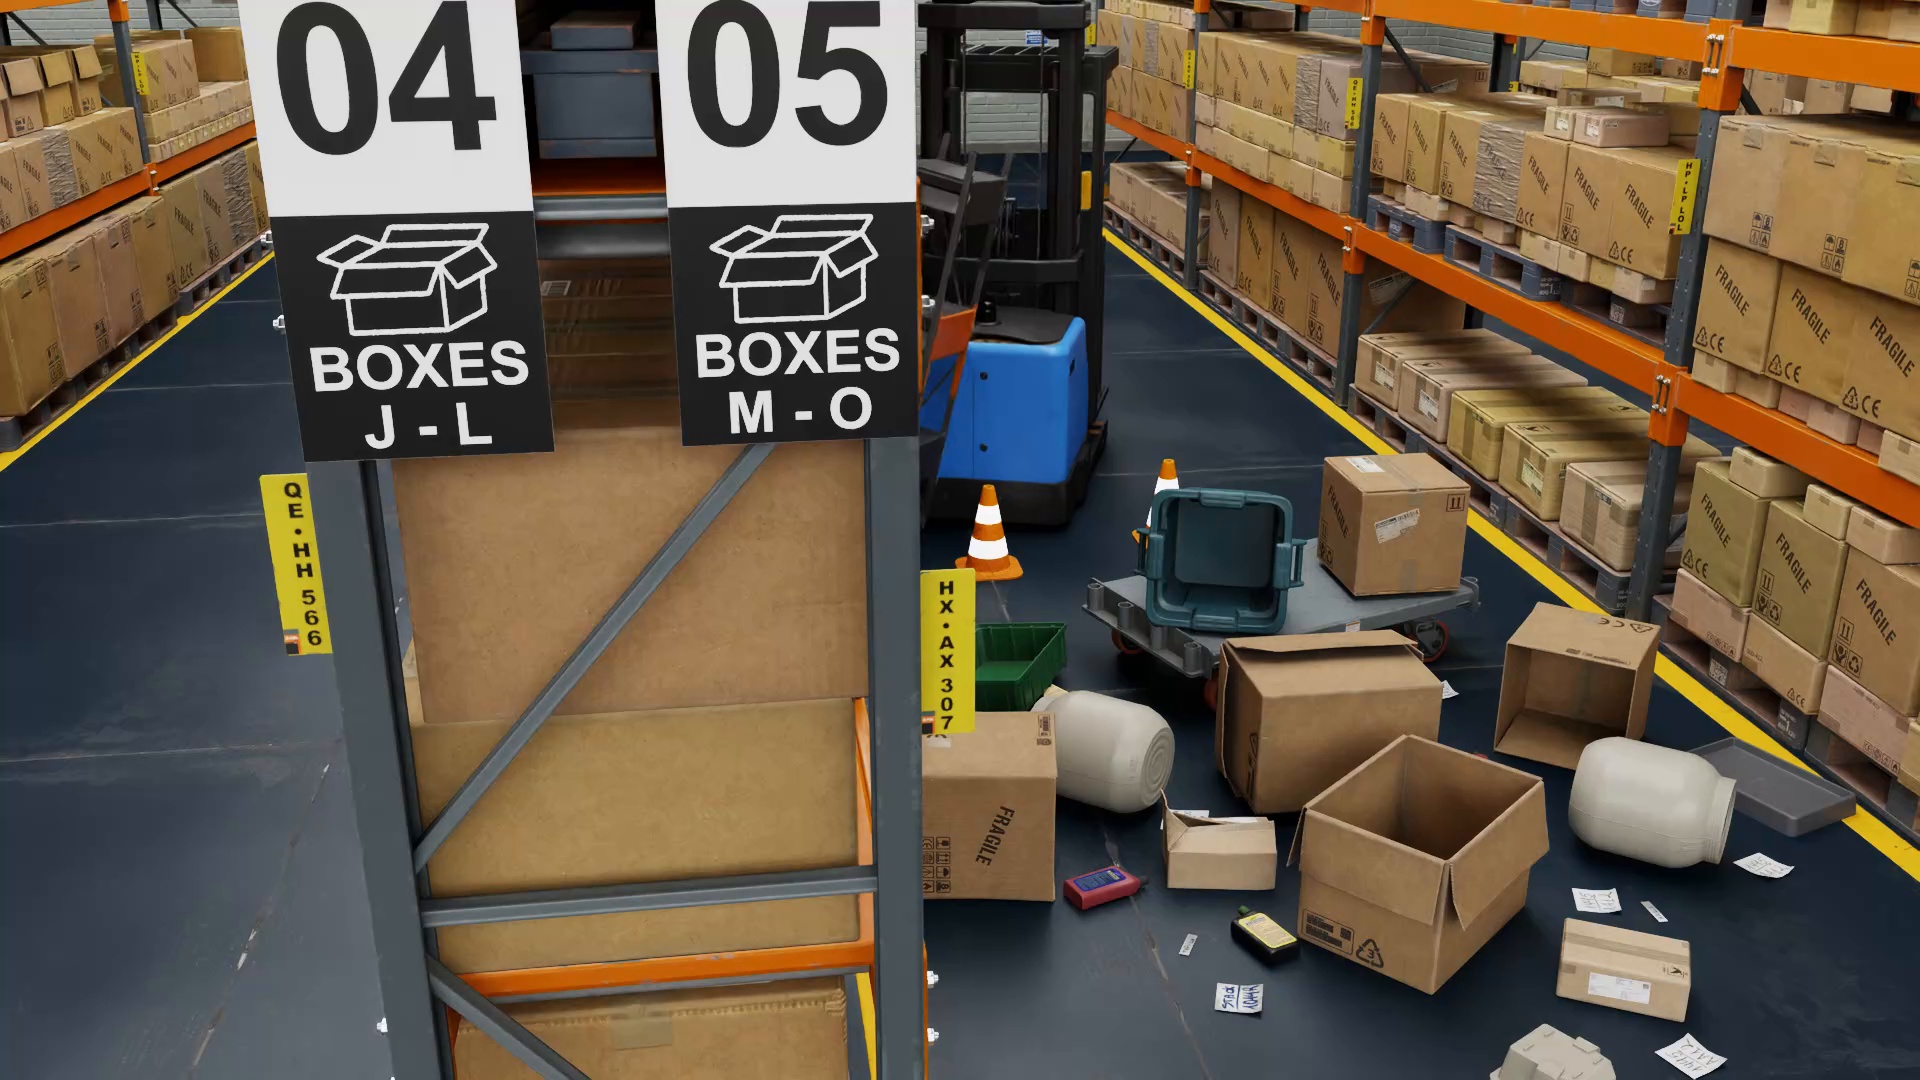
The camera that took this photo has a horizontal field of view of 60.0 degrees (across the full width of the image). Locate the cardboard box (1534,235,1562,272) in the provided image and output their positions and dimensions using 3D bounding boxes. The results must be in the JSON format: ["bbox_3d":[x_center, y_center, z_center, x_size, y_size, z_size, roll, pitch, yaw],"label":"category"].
[{"bbox_3d":[3.254,-1.506,8.721,0.380,0.149,0.250,-3,21,-7],"label":"cardboard box"}]

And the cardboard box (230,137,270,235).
[{"bbox_3d":[-7.630,-3.634,17.095,0.875,0.875,0.875,-3,21,-8],"label":"cardboard box"}]

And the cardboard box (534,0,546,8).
[{"bbox_3d":[-1.029,-1.131,3.286,0.380,0.149,0.250,-3,21,-7],"label":"cardboard box"}]

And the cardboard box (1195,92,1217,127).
[{"bbox_3d":[2.366,-3.763,14.503,0.500,0.250,0.500,-4,21,-9],"label":"cardboard box"}]

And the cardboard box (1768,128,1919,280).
[{"bbox_3d":[3.636,-1.309,6.436,0.700,0.500,0.500,-3,21,-7],"label":"cardboard box"}]

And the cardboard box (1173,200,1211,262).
[{"bbox_3d":[2.597,-2.984,15.981,0.875,0.438,0.875,-3,21,-9],"label":"cardboard box"}]

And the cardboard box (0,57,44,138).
[{"bbox_3d":[-6.932,-3.109,11.676,0.797,0.503,0.637,-2,21,-6],"label":"cardboard box"}]

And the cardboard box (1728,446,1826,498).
[{"bbox_3d":[3.511,-0.295,7.049,0.380,0.149,0.250,-3,21,-7],"label":"cardboard box"}]

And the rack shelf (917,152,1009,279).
[{"bbox_3d":[-0.082,-1.662,8.474,0.431,0.518,0.480,21,21,18],"label":"rack shelf"}]

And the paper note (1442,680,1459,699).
[{"bbox_3d":[2.123,0.665,7.392,0.148,0.019,0.142,-3,21,-8],"label":"paper note"}]

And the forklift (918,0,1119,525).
[{"bbox_3d":[0.357,-1.936,10.209,1.130,2.935,3.031,4,21,10],"label":"forklift"}]

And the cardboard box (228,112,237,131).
[{"bbox_3d":[-7.276,-4.072,16.191,0.380,0.149,0.250,-3,21,-9],"label":"cardboard box"}]

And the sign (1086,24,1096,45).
[{"bbox_3d":[1.455,-5.567,18.483,0.100,0.325,0.005,-3,21,-8],"label":"sign"}]

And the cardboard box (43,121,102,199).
[{"bbox_3d":[-6.741,-2.812,12.314,0.500,0.500,0.500,-3,21,-8],"label":"cardboard box"}]

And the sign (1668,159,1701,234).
[{"bbox_3d":[3.186,-1.508,7.313,0.100,0.325,0.005,-3,21,-8],"label":"sign"}]

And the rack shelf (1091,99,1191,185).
[{"bbox_3d":[2.293,-4.121,16.990,1.077,0.370,4.000,-3,21,-8],"label":"rack shelf"}]

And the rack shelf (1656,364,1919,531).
[{"bbox_3d":[4.023,0.034,5.866,1.077,0.370,4.000,-3,21,-8],"label":"rack shelf"}]

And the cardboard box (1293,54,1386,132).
[{"bbox_3d":[2.743,-3.238,12.028,0.500,0.500,0.500,-3,21,-7],"label":"cardboard box"}]

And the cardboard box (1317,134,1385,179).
[{"bbox_3d":[2.837,-2.699,11.655,0.500,0.250,0.500,-3,21,-8],"label":"cardboard box"}]

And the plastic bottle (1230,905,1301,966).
[{"bbox_3d":[1.005,1.322,5.589,0.133,0.061,0.283,-11,23,-26],"label":"plastic bottle"}]

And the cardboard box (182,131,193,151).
[{"bbox_3d":[-7.055,-3.540,14.766,0.380,0.149,0.250,-3,21,-9],"label":"cardboard box"}]

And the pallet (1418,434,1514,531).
[{"bbox_3d":[3.442,-0.382,9.937,1.003,0.211,1.213,-3,21,-8],"label":"pallet"}]

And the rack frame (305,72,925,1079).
[{"bbox_3d":[-0.572,0.674,3.124,1.000,3.000,0.127,-3,21,-8],"label":"rack frame"}]

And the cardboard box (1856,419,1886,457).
[{"bbox_3d":[3.690,-0.399,6.356,0.380,0.149,0.250,-3,21,-8],"label":"cardboard box"}]

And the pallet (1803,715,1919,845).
[{"bbox_3d":[4.046,0.965,6.330,1.003,0.211,1.213,-3,21,-8],"label":"pallet"}]

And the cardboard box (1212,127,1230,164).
[{"bbox_3d":[2.460,-3.350,14.113,0.500,0.250,0.500,-3,21,-9],"label":"cardboard box"}]

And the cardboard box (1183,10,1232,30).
[{"bbox_3d":[2.222,-4.675,14.946,0.380,0.149,0.250,-3,21,-9],"label":"cardboard box"}]

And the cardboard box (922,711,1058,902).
[{"bbox_3d":[0.090,0.945,5.968,0.500,0.500,0.500,1,20,2],"label":"cardboard box"}]

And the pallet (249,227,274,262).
[{"bbox_3d":[-7.609,-3.071,17.137,1.003,0.211,1.213,-3,21,-8],"label":"pallet"}]

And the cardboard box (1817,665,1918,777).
[{"bbox_3d":[3.720,0.682,6.433,0.500,0.250,0.500,-3,21,-8],"label":"cardboard box"}]

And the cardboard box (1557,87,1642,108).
[{"bbox_3d":[3.673,-2.515,9.567,0.380,0.149,0.250,-4,21,-10],"label":"cardboard box"}]

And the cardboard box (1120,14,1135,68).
[{"bbox_3d":[1.956,-5.128,17.088,0.500,0.500,0.500,-3,21,-8],"label":"cardboard box"}]

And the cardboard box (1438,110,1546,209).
[{"bbox_3d":[3.159,-2.232,9.737,0.500,0.500,0.500,-3,21,-7],"label":"cardboard box"}]

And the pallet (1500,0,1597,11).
[{"bbox_3d":[3.599,-2.891,8.650,1.213,0.211,1.003,-3,21,-8],"label":"pallet"}]

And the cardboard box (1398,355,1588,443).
[{"bbox_3d":[3.344,-0.895,10.480,0.950,0.372,0.625,-3,21,-9],"label":"cardboard box"}]

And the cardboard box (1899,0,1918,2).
[{"bbox_3d":[3.611,-2.125,6.121,0.500,0.250,0.500,-3,21,-8],"label":"cardboard box"}]

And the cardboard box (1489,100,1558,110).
[{"bbox_3d":[3.584,-2.441,10.297,0.500,0.500,0.500,-3,21,-9],"label":"cardboard box"}]

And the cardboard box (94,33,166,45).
[{"bbox_3d":[-7.847,-4.539,15.798,0.500,0.500,0.500,-3,21,-9],"label":"cardboard box"}]

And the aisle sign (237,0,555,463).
[{"bbox_3d":[-0.859,-0.504,2.563,0.394,0.787,0.004,-3,21,-8],"label":"aisle sign"}]

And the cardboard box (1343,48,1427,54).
[{"bbox_3d":[3.189,-3.430,12.540,0.500,0.500,0.500,-2,21,-6],"label":"cardboard box"}]

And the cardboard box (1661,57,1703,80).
[{"bbox_3d":[7.541,-4.966,16.943,0.500,0.500,0.500,-3,21,-9],"label":"cardboard box"}]

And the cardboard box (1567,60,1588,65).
[{"bbox_3d":[7.245,-5.325,18.975,0.500,0.250,0.500,-2,21,-6],"label":"cardboard box"}]

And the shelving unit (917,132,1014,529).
[{"bbox_3d":[-0.237,-1.034,8.703,0.431,2.100,0.503,21,21,18],"label":"shelving unit"}]

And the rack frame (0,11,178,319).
[{"bbox_3d":[-7.225,-3.265,13.672,1.000,3.000,0.127,-3,21,-8],"label":"rack frame"}]

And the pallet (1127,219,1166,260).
[{"bbox_3d":[2.370,-3.149,17.347,1.003,0.211,1.213,-3,21,-8],"label":"pallet"}]

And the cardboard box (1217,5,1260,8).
[{"bbox_3d":[2.677,-5.064,15.987,0.380,0.149,0.250,-4,21,-9],"label":"cardboard box"}]

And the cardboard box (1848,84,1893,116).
[{"bbox_3d":[7.651,-3.433,13.372,0.797,0.503,0.637,-3,21,-9],"label":"cardboard box"}]

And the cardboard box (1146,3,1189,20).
[{"bbox_3d":[2.050,-5.205,16.366,0.380,0.149,0.250,-3,21,-8],"label":"cardboard box"}]

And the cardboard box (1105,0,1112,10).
[{"bbox_3d":[1.782,-5.832,18.046,0.380,0.149,0.250,-2,21,-7],"label":"cardboard box"}]

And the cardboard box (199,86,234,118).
[{"bbox_3d":[-7.323,-4.213,15.998,0.500,0.250,0.500,-4,21,-10],"label":"cardboard box"}]

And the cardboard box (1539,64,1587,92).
[{"bbox_3d":[6.788,-5.126,18.442,0.500,0.250,0.500,-3,21,-7],"label":"cardboard box"}]

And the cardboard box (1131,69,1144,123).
[{"bbox_3d":[2.035,-4.493,16.815,0.500,0.500,0.500,-2,21,-6],"label":"cardboard box"}]

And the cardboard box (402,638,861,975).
[{"bbox_3d":[-0.671,0.478,3.435,0.875,0.550,0.550,-3,21,-8],"label":"cardboard box"}]

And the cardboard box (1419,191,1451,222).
[{"bbox_3d":[3.042,-2.044,10.162,0.380,0.149,0.250,-3,21,-7],"label":"cardboard box"}]
